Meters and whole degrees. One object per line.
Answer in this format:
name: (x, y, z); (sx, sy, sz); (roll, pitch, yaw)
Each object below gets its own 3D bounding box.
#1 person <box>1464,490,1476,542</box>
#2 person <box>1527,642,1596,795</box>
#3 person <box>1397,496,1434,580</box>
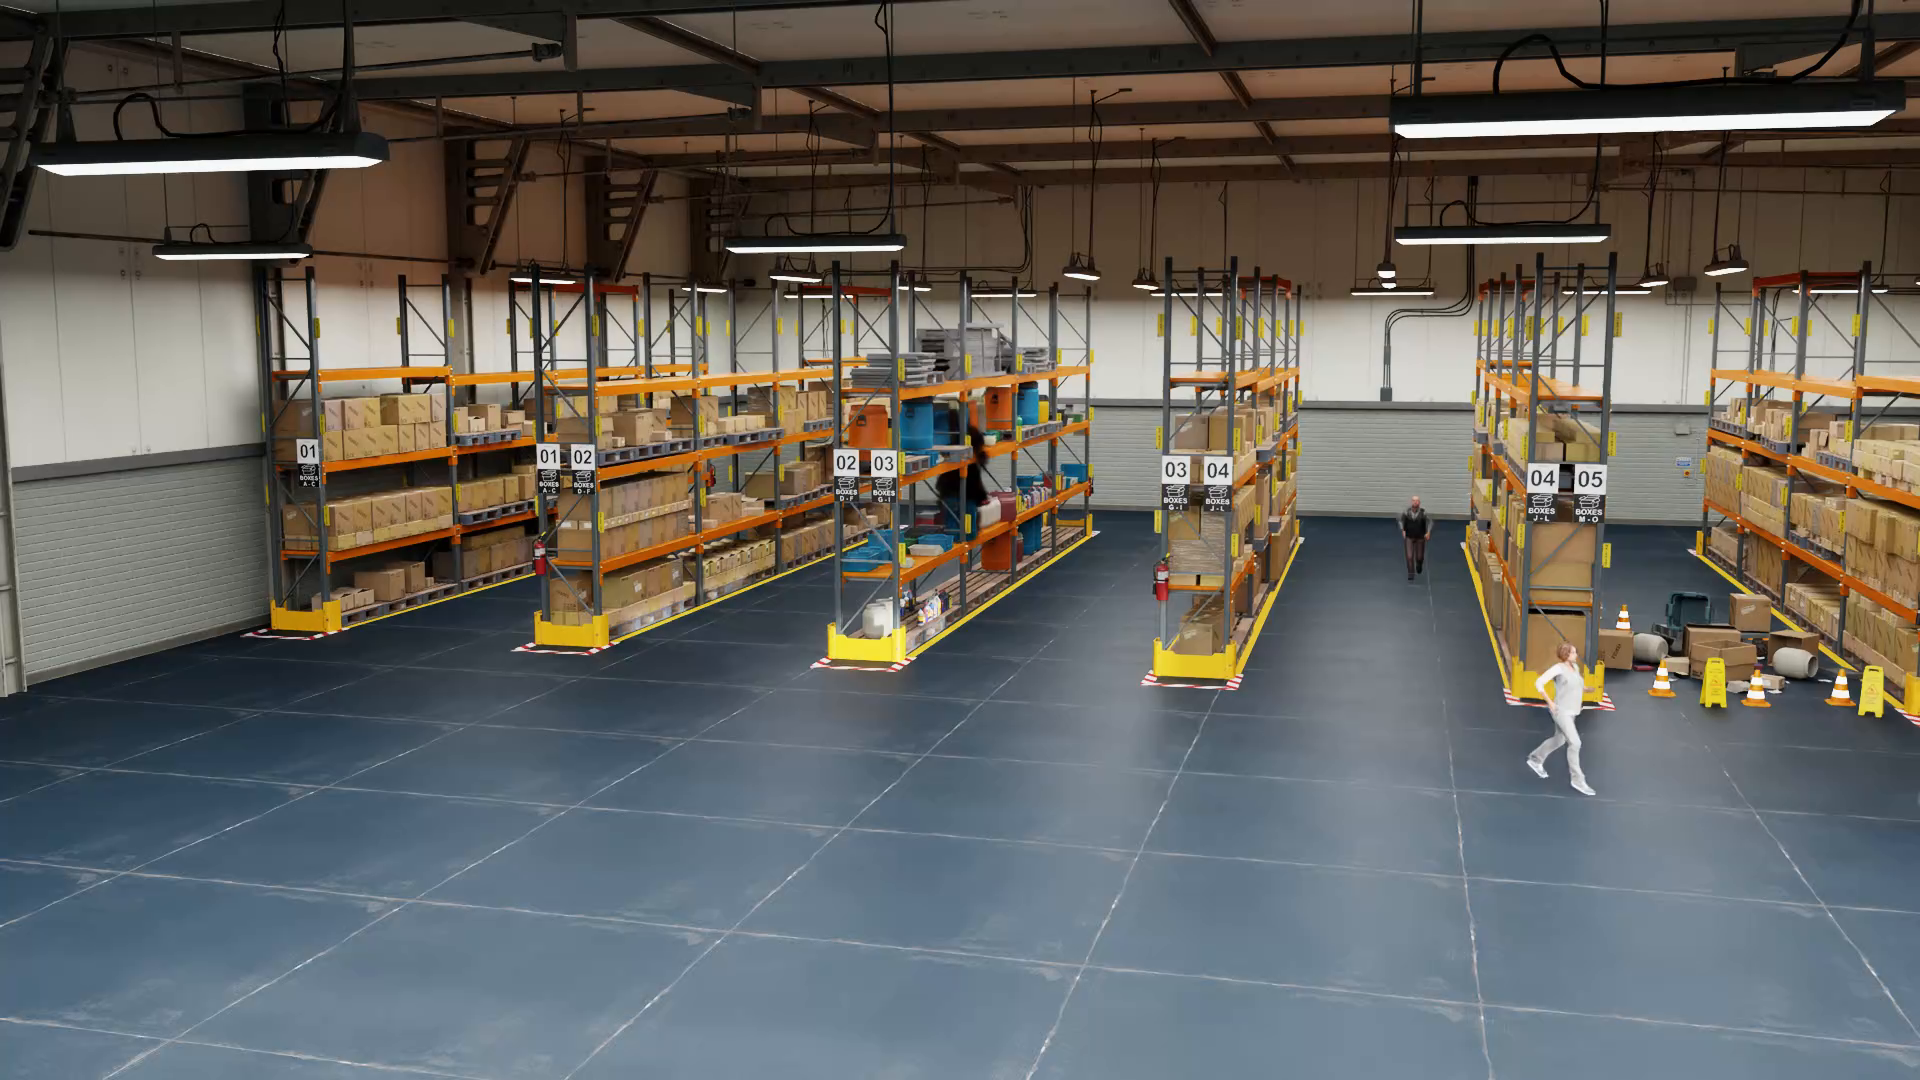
person: (12.279, -0.781, 39.123); (0.754, 1.724, 0.600); (0, 7, 2)
person: (6.569, 1.902, 18.107); (0.524, 1.611, 0.842); (-7, 10, -43)
person: (9.096, -0.042, 33.248); (0.705, 1.678, 0.614); (2, 8, 18)
